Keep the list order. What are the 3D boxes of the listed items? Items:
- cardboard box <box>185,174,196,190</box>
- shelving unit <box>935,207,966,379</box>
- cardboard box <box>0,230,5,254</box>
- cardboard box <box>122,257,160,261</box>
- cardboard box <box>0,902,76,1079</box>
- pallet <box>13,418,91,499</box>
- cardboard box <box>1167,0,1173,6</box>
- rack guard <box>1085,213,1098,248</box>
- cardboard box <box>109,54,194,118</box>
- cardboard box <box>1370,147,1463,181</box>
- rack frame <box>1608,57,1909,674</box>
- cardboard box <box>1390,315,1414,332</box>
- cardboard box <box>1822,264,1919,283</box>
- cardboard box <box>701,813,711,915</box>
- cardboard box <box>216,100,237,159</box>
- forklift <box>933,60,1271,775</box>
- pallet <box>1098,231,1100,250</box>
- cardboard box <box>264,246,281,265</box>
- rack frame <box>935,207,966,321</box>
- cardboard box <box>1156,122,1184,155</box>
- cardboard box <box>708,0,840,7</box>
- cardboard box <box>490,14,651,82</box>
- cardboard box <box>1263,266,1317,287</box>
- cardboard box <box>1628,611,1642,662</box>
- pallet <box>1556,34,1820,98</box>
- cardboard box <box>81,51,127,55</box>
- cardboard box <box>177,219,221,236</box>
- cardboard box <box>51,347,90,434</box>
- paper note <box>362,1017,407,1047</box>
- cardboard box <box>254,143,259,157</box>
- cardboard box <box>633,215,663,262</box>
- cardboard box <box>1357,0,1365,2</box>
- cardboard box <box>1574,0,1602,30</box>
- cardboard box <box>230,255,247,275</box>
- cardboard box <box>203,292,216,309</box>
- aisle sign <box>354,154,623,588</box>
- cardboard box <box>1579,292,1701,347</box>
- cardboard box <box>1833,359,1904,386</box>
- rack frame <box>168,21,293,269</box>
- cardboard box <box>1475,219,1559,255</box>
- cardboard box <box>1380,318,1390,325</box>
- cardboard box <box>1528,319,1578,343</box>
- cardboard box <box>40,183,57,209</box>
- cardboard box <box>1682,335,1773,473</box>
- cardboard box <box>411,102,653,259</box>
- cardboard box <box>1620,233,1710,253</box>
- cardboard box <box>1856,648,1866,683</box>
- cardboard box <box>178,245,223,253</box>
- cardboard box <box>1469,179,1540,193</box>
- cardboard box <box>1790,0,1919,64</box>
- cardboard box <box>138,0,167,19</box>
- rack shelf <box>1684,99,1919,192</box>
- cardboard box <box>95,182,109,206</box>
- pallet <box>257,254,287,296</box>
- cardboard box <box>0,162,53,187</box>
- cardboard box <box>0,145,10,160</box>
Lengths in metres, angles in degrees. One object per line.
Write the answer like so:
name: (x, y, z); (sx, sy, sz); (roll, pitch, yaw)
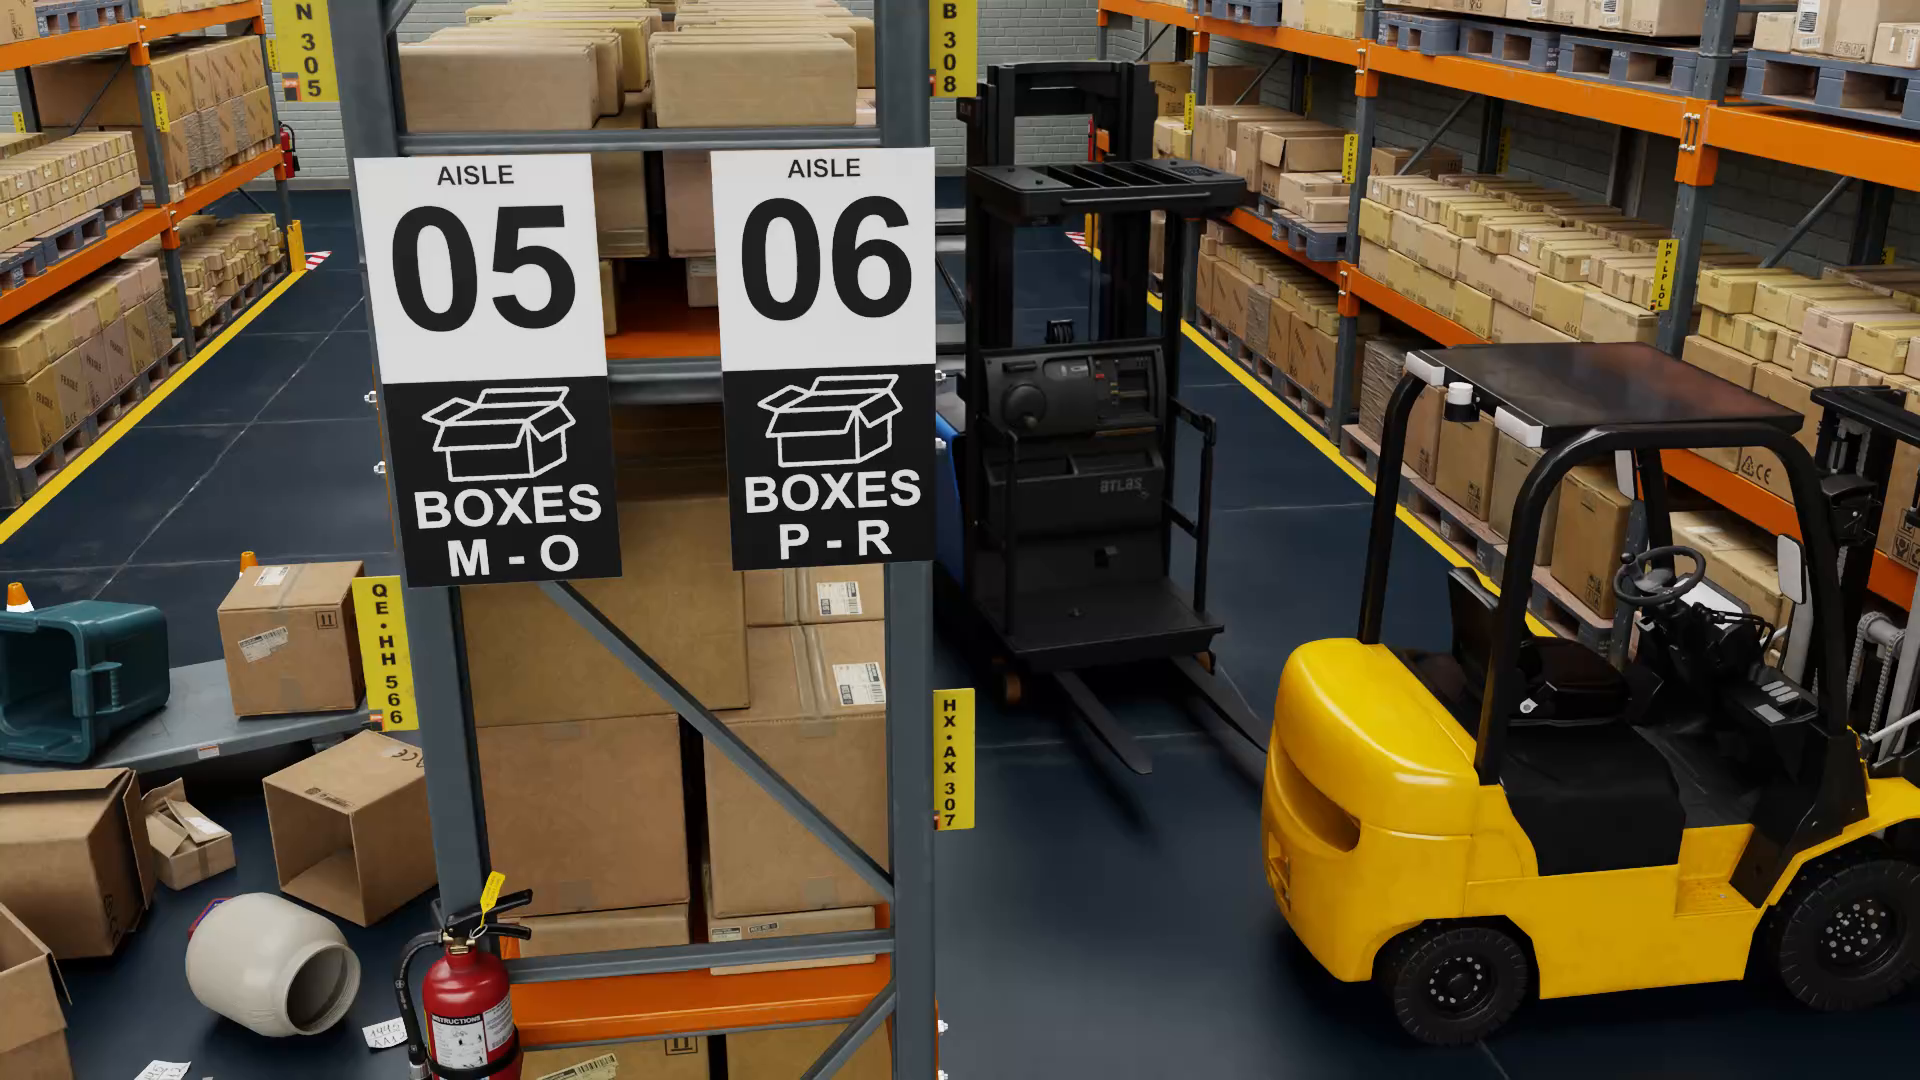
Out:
cardboard box: (-7.121, -3.244, 14.975); (0.380, 0.149, 0.250); (-4, 21, -10)
shelving unit: (-0.024, -1.041, 10.002); (0.431, 2.100, 0.503); (-3, 21, -8)
cardboard box: (-6.497, -1.930, 10.855); (0.380, 0.149, 0.250); (-2, 21, -5)
cardboard box: (-7.558, -2.494, 15.230); (0.380, 0.149, 0.250); (-2, 21, -6)
cardboard box: (-3.315, 1.581, 5.263); (0.637, 0.503, 0.797); (17, 27, 39)
pallet: (-6.705, -0.557, 11.406); (1.003, 0.211, 1.213); (-3, 21, -8)
cardboard box: (2.188, -5.175, 15.856); (0.380, 0.149, 0.250); (-3, 21, -8)
rack guard: (2.059, -3.702, 19.413); (1.175, 0.500, 0.348); (-3, 21, -8)
cardboard box: (-7.084, -3.980, 14.587); (0.500, 0.500, 0.500); (-4, 21, -9)
cardboard box: (3.282, -2.559, 12.037); (0.500, 0.500, 0.500); (-2, 21, -5)
rack frame: (3.778, -0.744, 7.922); (1.000, 3.000, 0.127); (-3, 21, -8)
cardboard box: (3.435, -1.655, 12.406); (0.380, 0.149, 0.250); (-2, 21, -5)
cardboard box: (4.123, -1.139, 7.483); (0.380, 0.149, 0.250); (-3, 21, -8)
cardboard box: (-0.451, 0.795, 4.159); (0.380, 0.149, 0.250); (-3, 21, -7)
cardboard box: (-7.214, -3.879, 15.748); (0.500, 0.500, 0.500); (-2, 21, -5)
forklift: (0.634, -0.725, 7.968); (1.130, 2.935, 3.031); (-6, 21, -16)
pallet: (2.175, -3.290, 18.724); (1.003, 0.211, 1.213); (-3, 21, -8)
cardboard box: (-7.327, -2.968, 17.351); (0.380, 0.149, 0.250); (-2, 21, -6)
rack frame: (-0.059, -1.125, 10.228); (0.400, 2.100, 0.015); (-3, 21, -8)
cardboard box: (2.223, -3.920, 16.214); (0.500, 0.250, 0.500); (-3, 21, -8)
cardboard box: (-0.553, -1.523, 4.939); (0.380, 0.149, 0.250); (-3, 21, -7)
cardboard box: (-0.965, -1.225, 4.141); (0.380, 0.149, 0.250); (-3, 21, -8)
cardboard box: (2.732, -2.165, 13.771); (0.380, 0.149, 0.250); (-3, 21, -8)
cardboard box: (3.520, 0.531, 7.836); (0.500, 0.250, 0.500); (-3, 21, -7)
pallet: (3.638, -2.365, 8.246); (0.805, 0.209, 1.217); (-4, 21, -10)
cardboard box: (-7.645, -4.138, 15.011); (0.500, 0.500, 0.500); (-2, 21, -6)
cardboard box: (-7.848, -3.215, 17.160); (0.380, 0.149, 0.250); (-3, 21, -7)
cardboard box: (-6.519, -1.050, 11.713); (0.500, 0.500, 0.500); (-3, 21, -7)
paper note: (-1.955, 1.679, 5.677); (0.142, 0.019, 0.148); (-11, 23, -26)
cardboard box: (-7.370, -3.972, 16.924); (0.380, 0.149, 0.250); (-3, 21, -8)
cardboard box: (-0.928, -0.774, 4.073); (0.380, 0.149, 0.250); (-3, 21, -7)
cardboard box: (2.912, -3.762, 11.358); (0.380, 0.149, 0.250); (-2, 21, -7)
cardboard box: (3.319, -2.641, 8.328); (0.380, 0.149, 0.250); (-3, 21, -8)
cardboard box: (-7.138, -2.653, 16.081); (0.380, 0.149, 0.250); (-3, 21, -7)
cardboard box: (-7.030, -2.157, 15.178); (0.380, 0.149, 0.250); (-3, 21, -8)
aisle sign: (-0.834, -0.289, 2.988); (0.394, 0.787, 0.004); (-3, 21, -8)
cardboard box: (3.455, -1.065, 8.281); (0.500, 0.250, 0.500); (-3, 21, -9)
cardboard box: (3.667, -0.613, 6.500); (0.380, 0.149, 0.250); (-3, 21, -8)
rack frame: (-7.747, -4.363, 17.610); (1.000, 3.000, 0.127); (-3, 21, -8)
cardboard box: (3.181, -1.731, 9.493); (0.380, 0.149, 0.250); (-3, 21, -9)
cardboard box: (3.367, -1.486, 12.880); (0.500, 0.500, 0.500); (-3, 21, -8)
cardboard box: (3.369, -1.009, 8.845); (0.500, 0.250, 0.500); (-3, 21, -8)
cardboard box: (-6.651, -2.435, 11.781); (0.380, 0.149, 0.250); (-3, 21, -8)
cardboard box: (3.584, -0.624, 7.458); (0.500, 0.500, 0.500); (-3, 21, -9)
cardboard box: (-0.897, -0.746, 3.427); (0.500, 0.250, 0.500); (-3, 21, -8)
cardboard box: (3.850, -1.584, 9.101); (0.380, 0.149, 0.250); (-3, 21, -8)
cardboard box: (3.752, 0.593, 6.241); (0.500, 0.250, 0.500); (-3, 21, -9)
cardboard box: (-7.218, -2.702, 15.789); (0.380, 0.149, 0.250); (-4, 21, -10)
cardboard box: (3.597, -2.292, 10.997); (0.380, 0.149, 0.250); (-2, 21, -6)
cardboard box: (3.657, -2.051, 6.517); (0.500, 0.311, 0.500); (-2, 21, -7)
cardboard box: (-6.975, -4.486, 13.868); (0.500, 0.250, 0.500); (-2, 21, -5)
rack shelf: (4.067, -1.120, 5.669); (1.077, 0.370, 4.000); (-3, 21, -8)
cardboard box: (-6.809, -2.666, 12.826); (0.380, 0.149, 0.250); (-4, 21, -11)
pallet: (-7.653, -2.747, 17.269); (1.003, 0.211, 1.213); (-3, 21, -8)
cardboard box: (-6.659, -2.575, 11.733); (0.380, 0.149, 0.250); (-2, 21, -6)
cardboard box: (-7.454, -2.904, 12.614); (0.380, 0.149, 0.250); (-3, 21, -8)
